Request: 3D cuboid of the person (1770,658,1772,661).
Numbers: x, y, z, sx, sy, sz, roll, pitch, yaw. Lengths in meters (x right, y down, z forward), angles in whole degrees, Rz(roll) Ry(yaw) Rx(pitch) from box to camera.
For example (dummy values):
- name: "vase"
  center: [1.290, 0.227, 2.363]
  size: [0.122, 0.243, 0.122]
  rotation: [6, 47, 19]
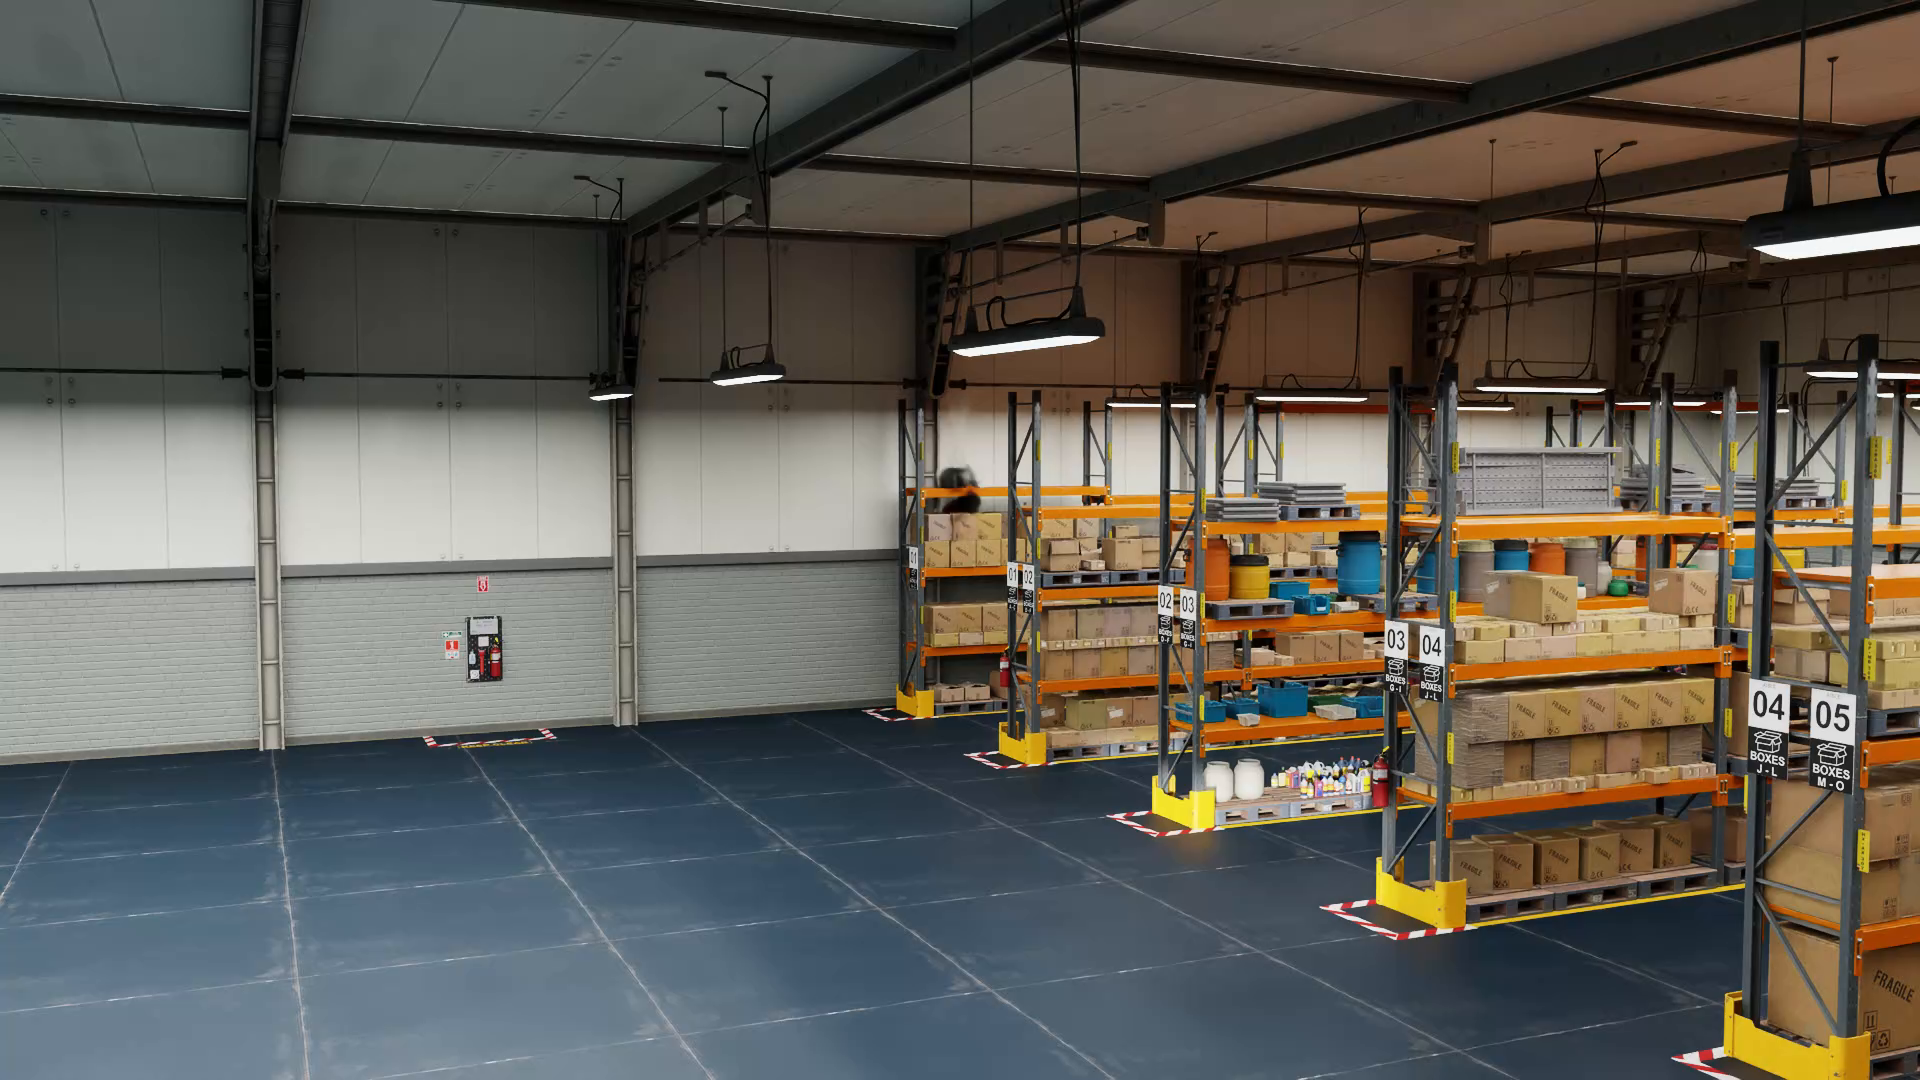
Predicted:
- name: "person"
  center: [15.118, 2.442, 31.199]
  size: [0.875, 1.803, 0.692]
  rotation: [-2, 4, -37]
